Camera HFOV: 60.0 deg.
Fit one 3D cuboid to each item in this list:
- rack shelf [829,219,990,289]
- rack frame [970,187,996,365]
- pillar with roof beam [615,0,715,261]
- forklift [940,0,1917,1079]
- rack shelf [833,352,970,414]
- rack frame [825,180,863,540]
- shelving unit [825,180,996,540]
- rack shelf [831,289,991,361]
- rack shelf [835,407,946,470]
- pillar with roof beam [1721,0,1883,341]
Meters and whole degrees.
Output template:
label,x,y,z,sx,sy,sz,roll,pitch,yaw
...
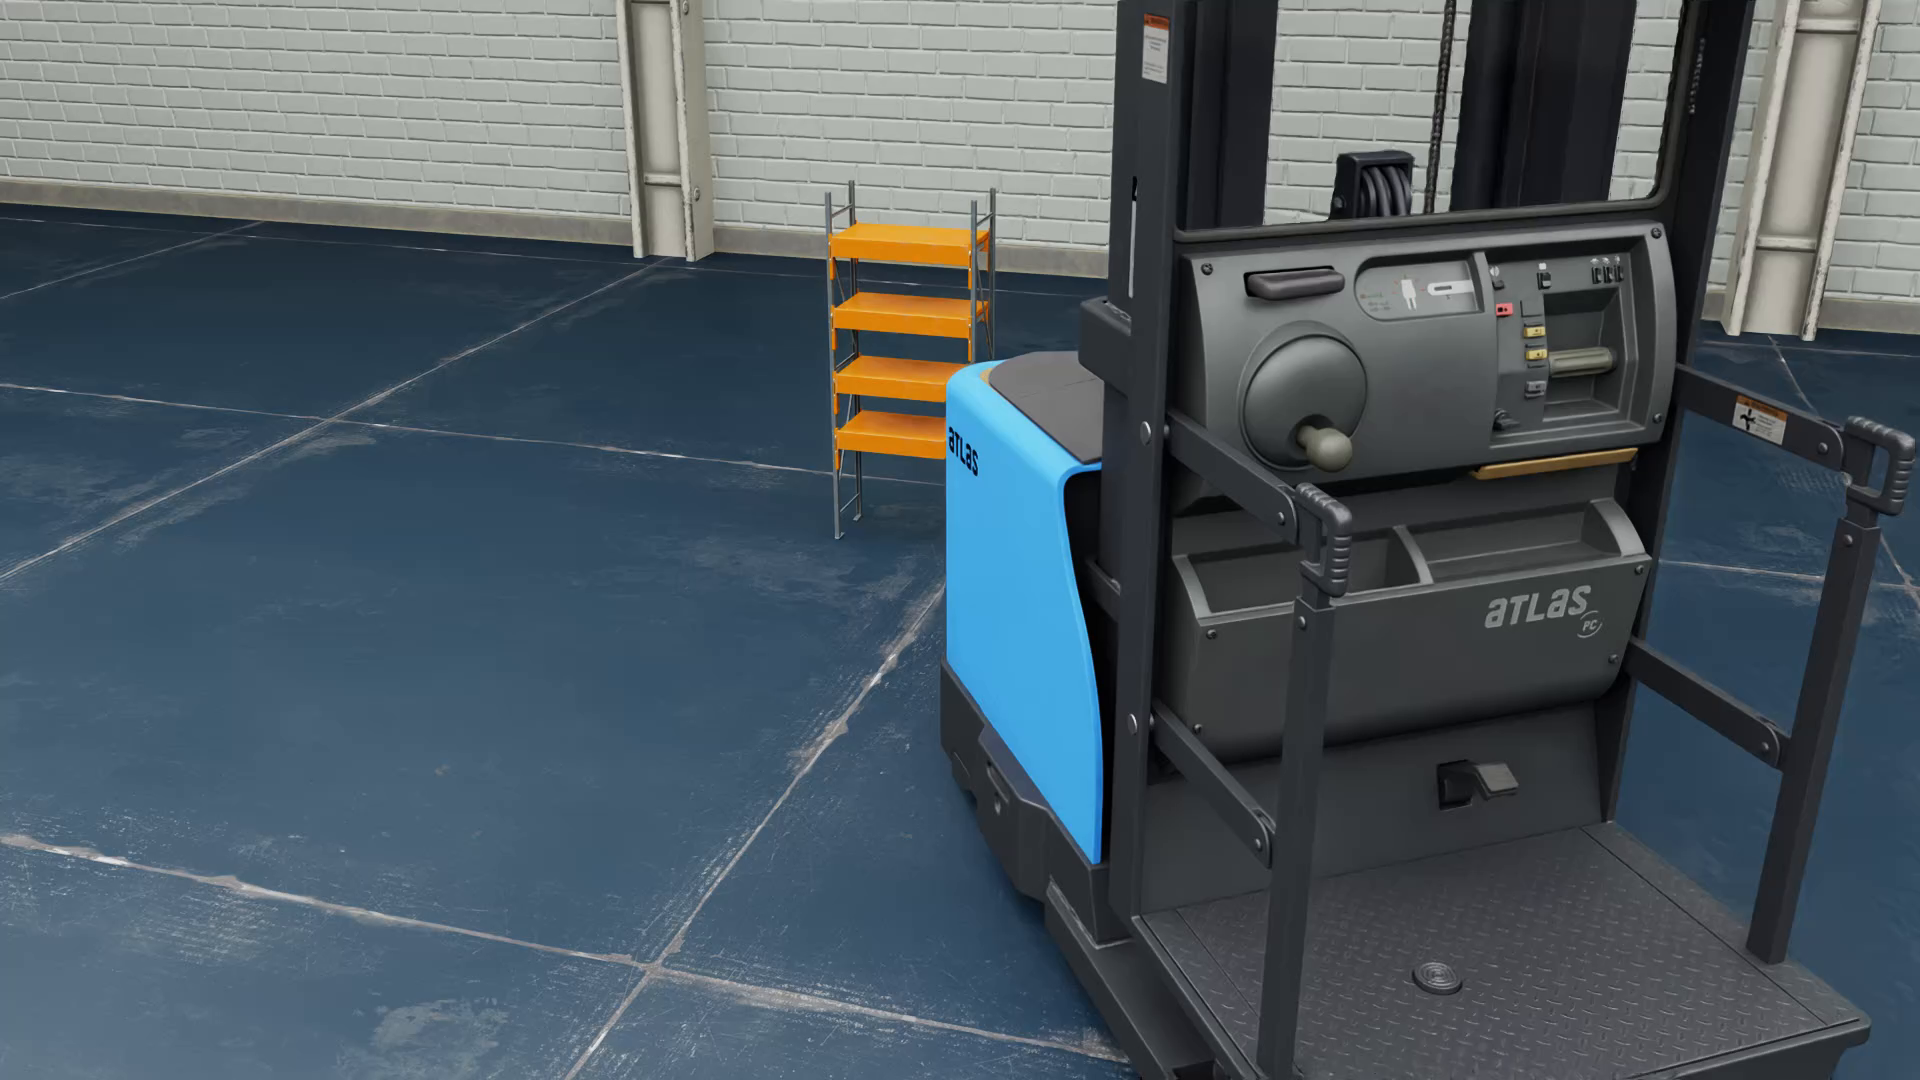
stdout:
label,x,y,z,sx,sy,sz,roll,pitch,yaw
rack shelf,-0.158,-0.937,5.437,0.480,0.148,0.258,7,23,16
rack frame,0.075,-0.547,5.521,0.015,1.200,0.240,7,23,16
pillar with roof beam,-2.946,-4.310,4.419,0.400,9.000,9.100,7,23,16
forklift,0.896,-0.310,2.665,1.130,2.935,3.031,-7,23,-17
rack shelf,-0.158,-0.511,5.612,0.480,0.148,0.258,7,23,16
rack frame,-0.392,-0.600,5.652,0.015,1.200,0.240,7,23,16
shelving unit,-0.158,-0.573,5.587,0.503,1.200,0.258,7,23,16
rack shelf,-0.158,-0.718,5.527,0.480,0.148,0.258,7,23,16
rack shelf,-0.158,-0.327,5.687,0.480,0.148,0.258,7,23,16
pillar with roof beam,2.799,-3.652,2.816,0.400,9.000,9.100,7,23,16
